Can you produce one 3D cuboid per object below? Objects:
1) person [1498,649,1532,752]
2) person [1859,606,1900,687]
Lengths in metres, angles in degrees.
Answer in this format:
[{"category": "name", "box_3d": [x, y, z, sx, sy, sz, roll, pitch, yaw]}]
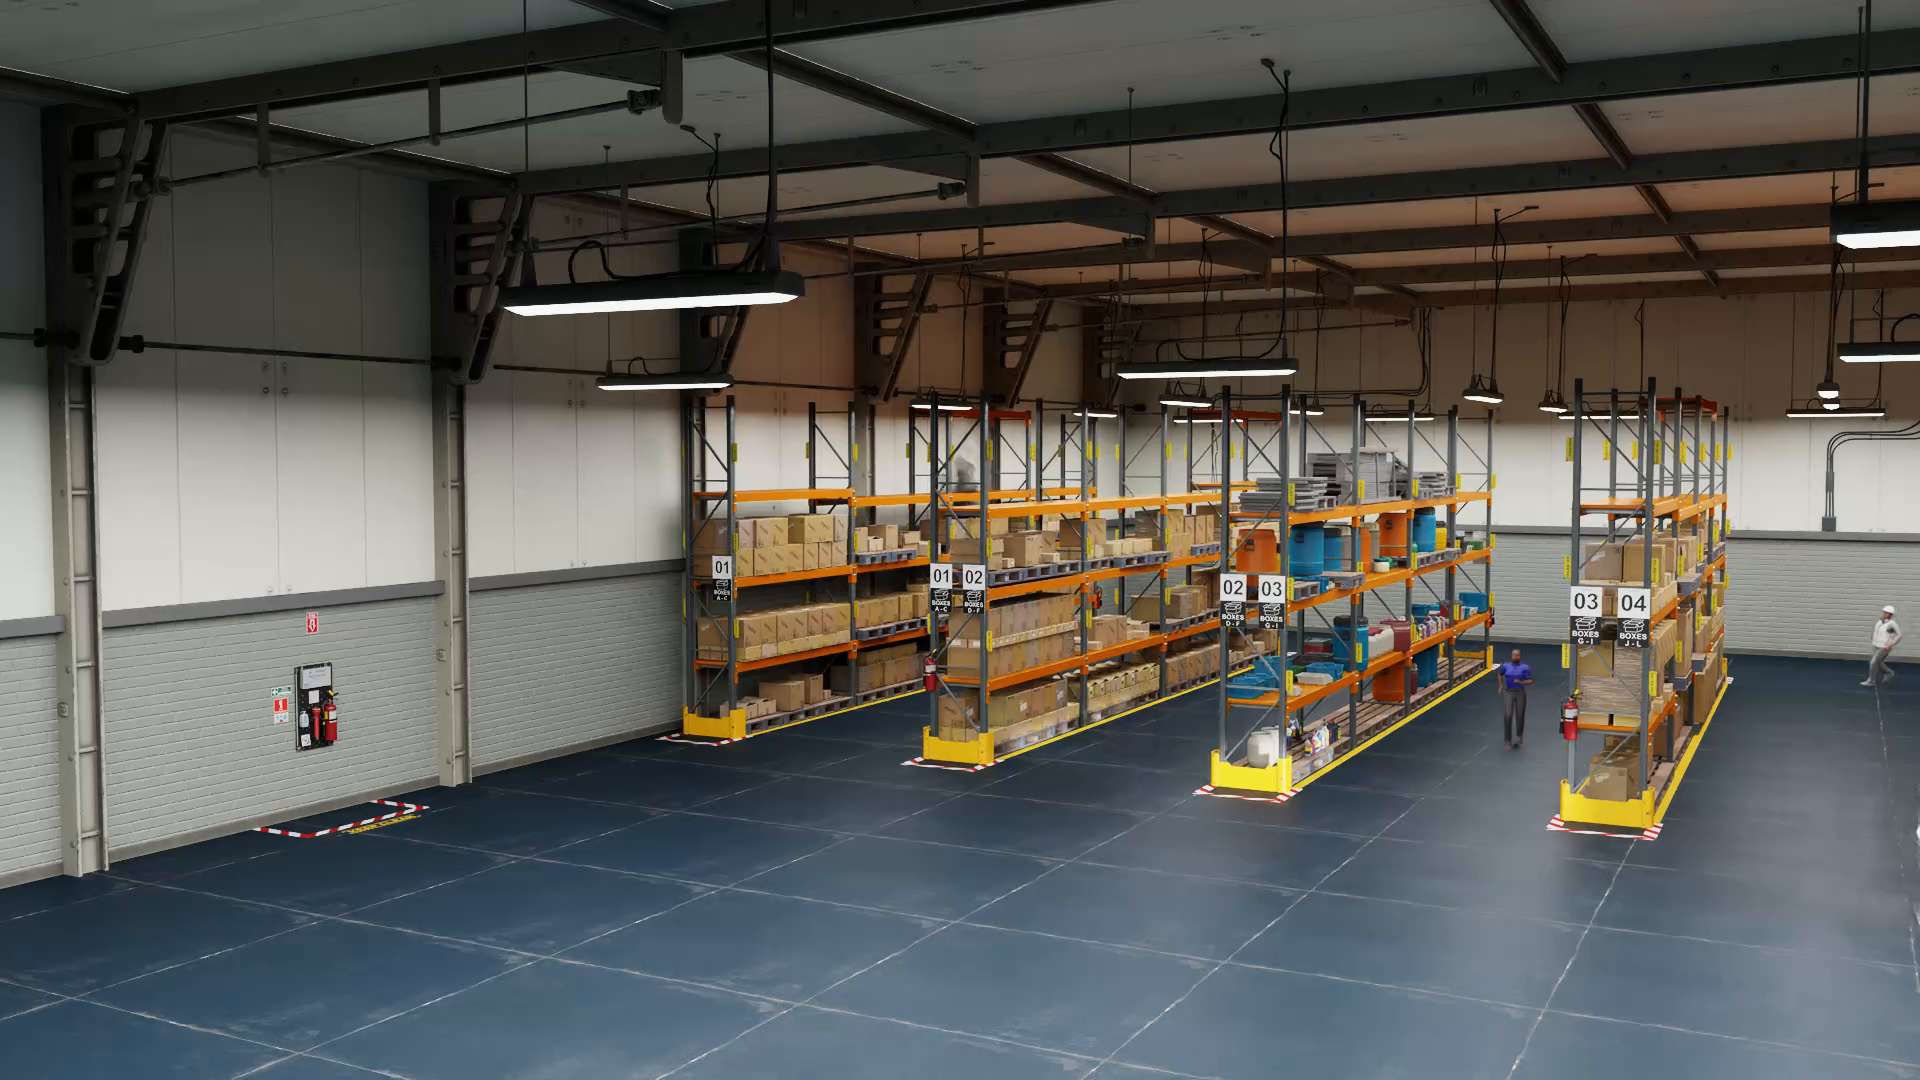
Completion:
[{"category": "person", "box_3d": [9.372, 2.680, 28.105, 0.564, 1.686, 0.858, 1, 3, 21]}, {"category": "person", "box_3d": [19.659, 2.272, 35.424, 0.751, 1.731, 0.714, 0, 3, -9]}]
